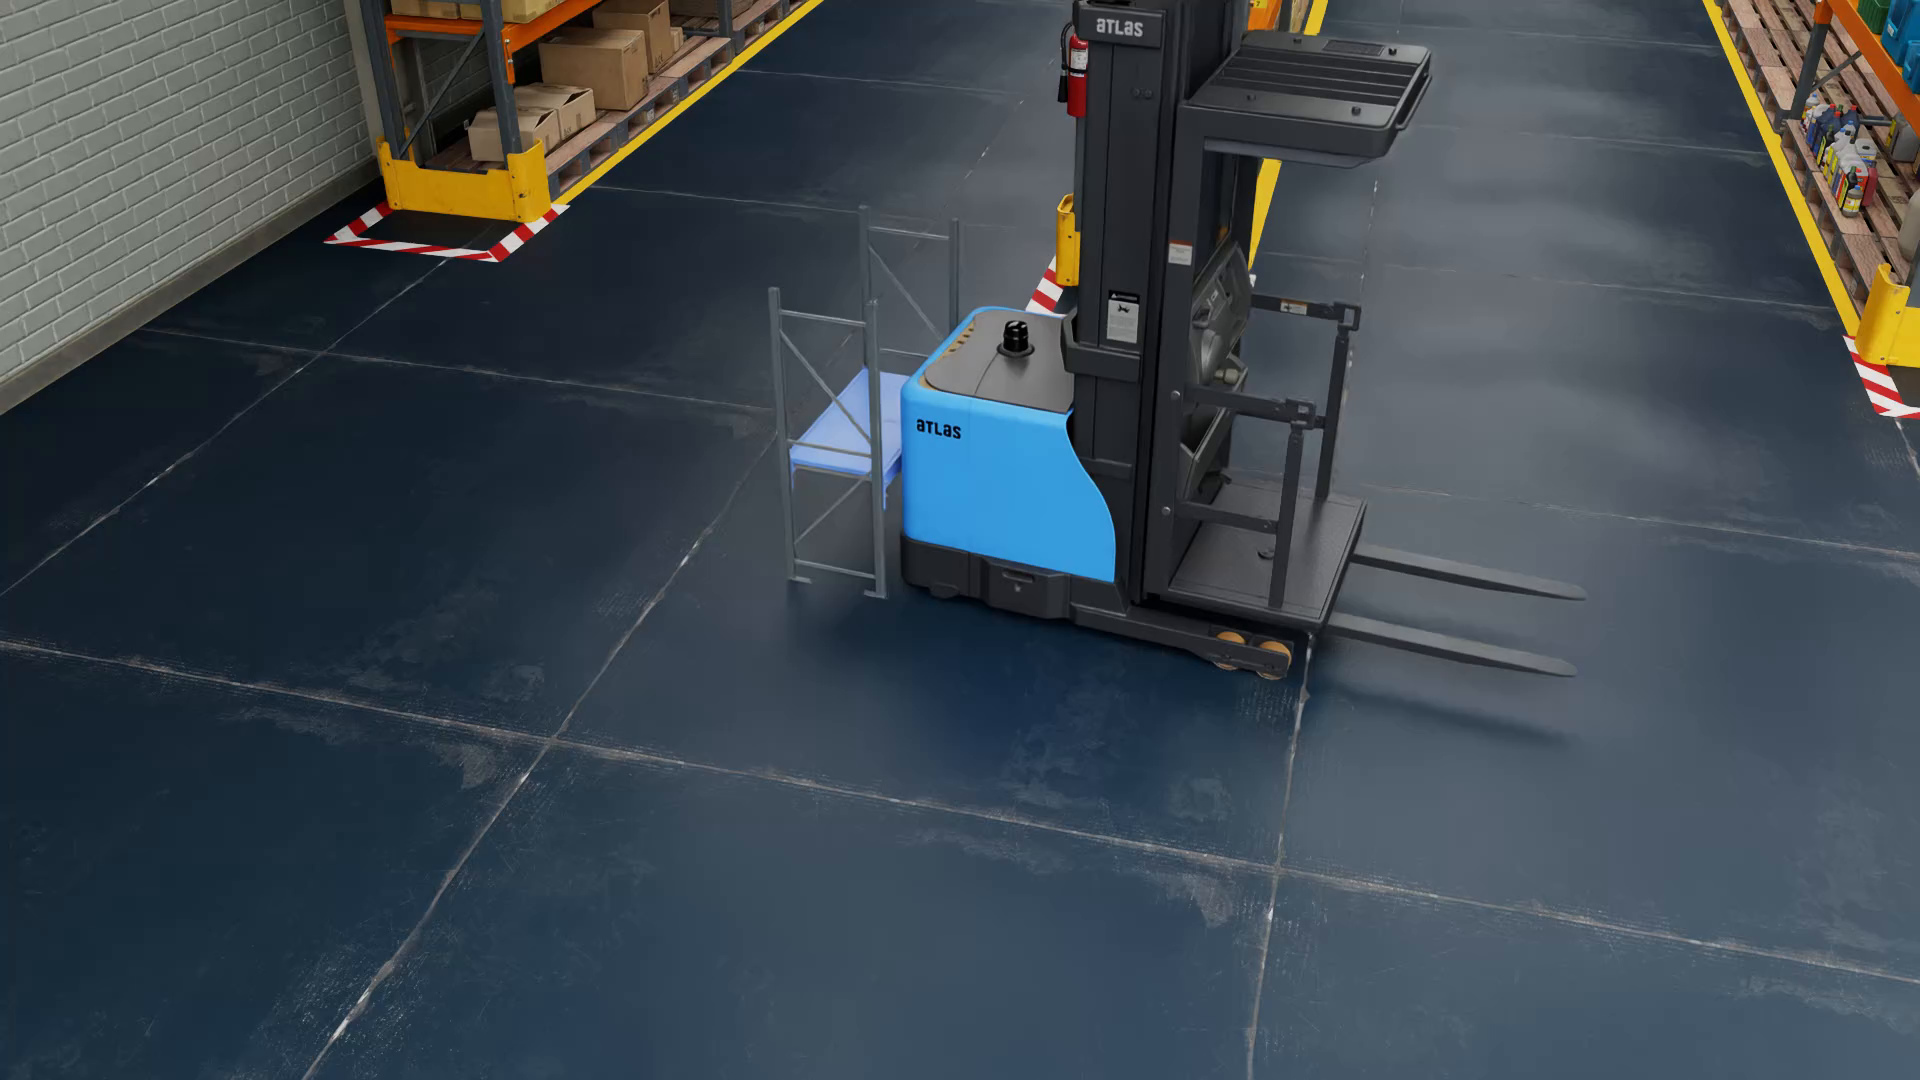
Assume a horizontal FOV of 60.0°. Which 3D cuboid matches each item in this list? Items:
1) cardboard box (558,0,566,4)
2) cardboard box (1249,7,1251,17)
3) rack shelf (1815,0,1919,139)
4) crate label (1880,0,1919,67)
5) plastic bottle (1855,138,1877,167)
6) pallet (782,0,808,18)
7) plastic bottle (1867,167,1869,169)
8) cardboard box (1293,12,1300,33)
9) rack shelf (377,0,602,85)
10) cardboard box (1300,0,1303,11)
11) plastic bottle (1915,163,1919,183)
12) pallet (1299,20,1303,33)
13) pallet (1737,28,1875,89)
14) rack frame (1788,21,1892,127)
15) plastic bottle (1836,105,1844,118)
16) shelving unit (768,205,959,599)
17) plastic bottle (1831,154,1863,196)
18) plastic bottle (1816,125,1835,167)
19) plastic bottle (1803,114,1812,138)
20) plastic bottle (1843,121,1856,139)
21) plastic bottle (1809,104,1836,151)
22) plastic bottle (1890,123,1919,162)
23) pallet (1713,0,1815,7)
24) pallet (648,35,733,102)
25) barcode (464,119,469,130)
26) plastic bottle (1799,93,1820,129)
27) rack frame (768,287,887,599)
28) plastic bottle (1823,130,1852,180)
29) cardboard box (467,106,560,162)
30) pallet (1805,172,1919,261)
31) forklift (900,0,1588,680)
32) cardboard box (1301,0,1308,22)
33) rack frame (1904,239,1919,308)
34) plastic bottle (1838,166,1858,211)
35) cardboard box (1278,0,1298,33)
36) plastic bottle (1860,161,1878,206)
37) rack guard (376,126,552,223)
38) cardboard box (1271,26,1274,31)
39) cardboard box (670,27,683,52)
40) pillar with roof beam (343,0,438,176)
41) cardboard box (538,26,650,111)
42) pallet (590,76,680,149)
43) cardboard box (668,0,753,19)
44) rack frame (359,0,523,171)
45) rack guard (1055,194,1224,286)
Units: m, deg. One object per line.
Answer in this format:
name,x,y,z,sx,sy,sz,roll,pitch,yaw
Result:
cardboard box,-3.017,-4.061,11.963,0.500,0.250,0.500,7,33,11
cardboard box,1.617,-3.775,11.299,0.700,0.500,0.500,8,33,13
rack shelf,6.524,-3.020,10.875,1.077,0.370,4.000,8,33,12
crate label,6.222,-3.293,10.600,0.502,0.435,0.616,8,33,12
plastic bottle,6.419,-2.710,11.845,0.152,0.276,0.135,8,33,12
pallet,-2.047,-5.573,16.819,1.003,0.211,1.213,8,33,12
plastic bottle,6.310,-2.495,11.577,0.097,0.201,0.097,0,32,0
cardboard box,2.714,-4.495,14.697,0.500,0.250,0.500,9,33,14
rack shelf,-3.059,-4.369,12.997,1.077,0.370,4.000,8,33,12
cardboard box,2.849,-5.000,14.967,0.500,0.311,0.500,7,33,11
plastic bottle,6.868,-2.691,11.808,0.061,0.283,0.133,8,33,12
pallet,2.698,-4.884,15.735,1.003,0.211,1.213,8,33,12
pallet,7.501,-4.233,14.711,1.003,0.211,1.213,8,33,12
rack frame,7.032,-4.361,12.315,1.000,3.000,0.127,8,33,12
plastic bottle,6.574,-3.109,12.467,0.061,0.283,0.133,8,33,12
shelving unit,-0.416,-0.665,7.897,0.538,1.500,1.048,11,34,16
plastic bottle,6.184,-2.534,11.568,0.152,0.276,0.135,7,33,11
plastic bottle,6.295,-2.860,12.075,0.061,0.283,0.133,9,34,15
plastic bottle,6.475,-3.155,12.615,0.097,0.201,0.097,0,32,0
plastic bottle,6.505,-2.942,12.214,0.097,0.271,0.097,0,32,0
plastic bottle,6.425,-3.067,12.337,0.144,0.351,0.185,9,34,14
plastic bottle,6.949,-2.932,12.194,0.152,0.276,0.135,8,33,12
pallet,8.206,-5.675,16.980,1.003,0.211,1.213,8,33,12
pallet,-2.687,-4.180,14.629,1.003,0.211,1.213,8,33,12
barcode,-3.686,-3.100,12.418,0.001,0.075,0.075,8,33,12
plastic bottle,6.527,-3.290,12.762,0.097,0.271,0.097,0,32,0
rack frame,-0.586,-0.408,7.493,0.500,1.500,0.032,11,34,16
plastic bottle,6.270,-2.748,11.836,0.144,0.351,0.185,8,33,12
cardboard box,-3.304,-3.032,12.320,0.500,0.311,0.500,4,33,7
pallet,6.513,-2.207,11.524,1.003,0.211,1.213,8,33,12
forklift,1.290,-0.949,7.011,3.031,2.935,1.130,12,34,18
cardboard box,2.973,-5.028,15.535,0.500,0.250,0.500,9,33,13
rack frame,6.016,-2.286,9.050,1.000,3.000,0.127,8,33,12
plastic bottle,6.071,-2.401,11.353,0.061,0.283,0.133,9,33,14
cardboard box,2.587,-4.472,14.137,0.500,0.311,0.500,8,33,13
plastic bottle,6.252,-2.451,11.431,0.061,0.283,0.133,8,33,12
rack guard,-3.547,-2.619,11.904,1.175,0.500,0.348,8,33,12
cardboard box,2.074,-3.583,12.562,0.500,0.500,0.500,8,33,12
cardboard box,-2.658,-4.419,14.635,0.380,0.166,0.250,4,33,6
pillar with roof beam,-0.061,-6.061,9.396,9.100,9.000,0.400,8,33,12
cardboard box,-2.924,-3.782,13.323,0.700,0.500,0.500,6,33,9
pallet,-2.995,-3.545,13.630,1.003,0.211,1.213,8,33,12
cardboard box,-2.380,-5.225,15.593,0.700,0.500,0.500,9,34,14
rack frame,-3.566,-3.635,11.171,1.000,3.000,0.127,8,33,12
rack guard,1.220,-1.895,10.764,1.175,0.500,0.348,8,33,12
